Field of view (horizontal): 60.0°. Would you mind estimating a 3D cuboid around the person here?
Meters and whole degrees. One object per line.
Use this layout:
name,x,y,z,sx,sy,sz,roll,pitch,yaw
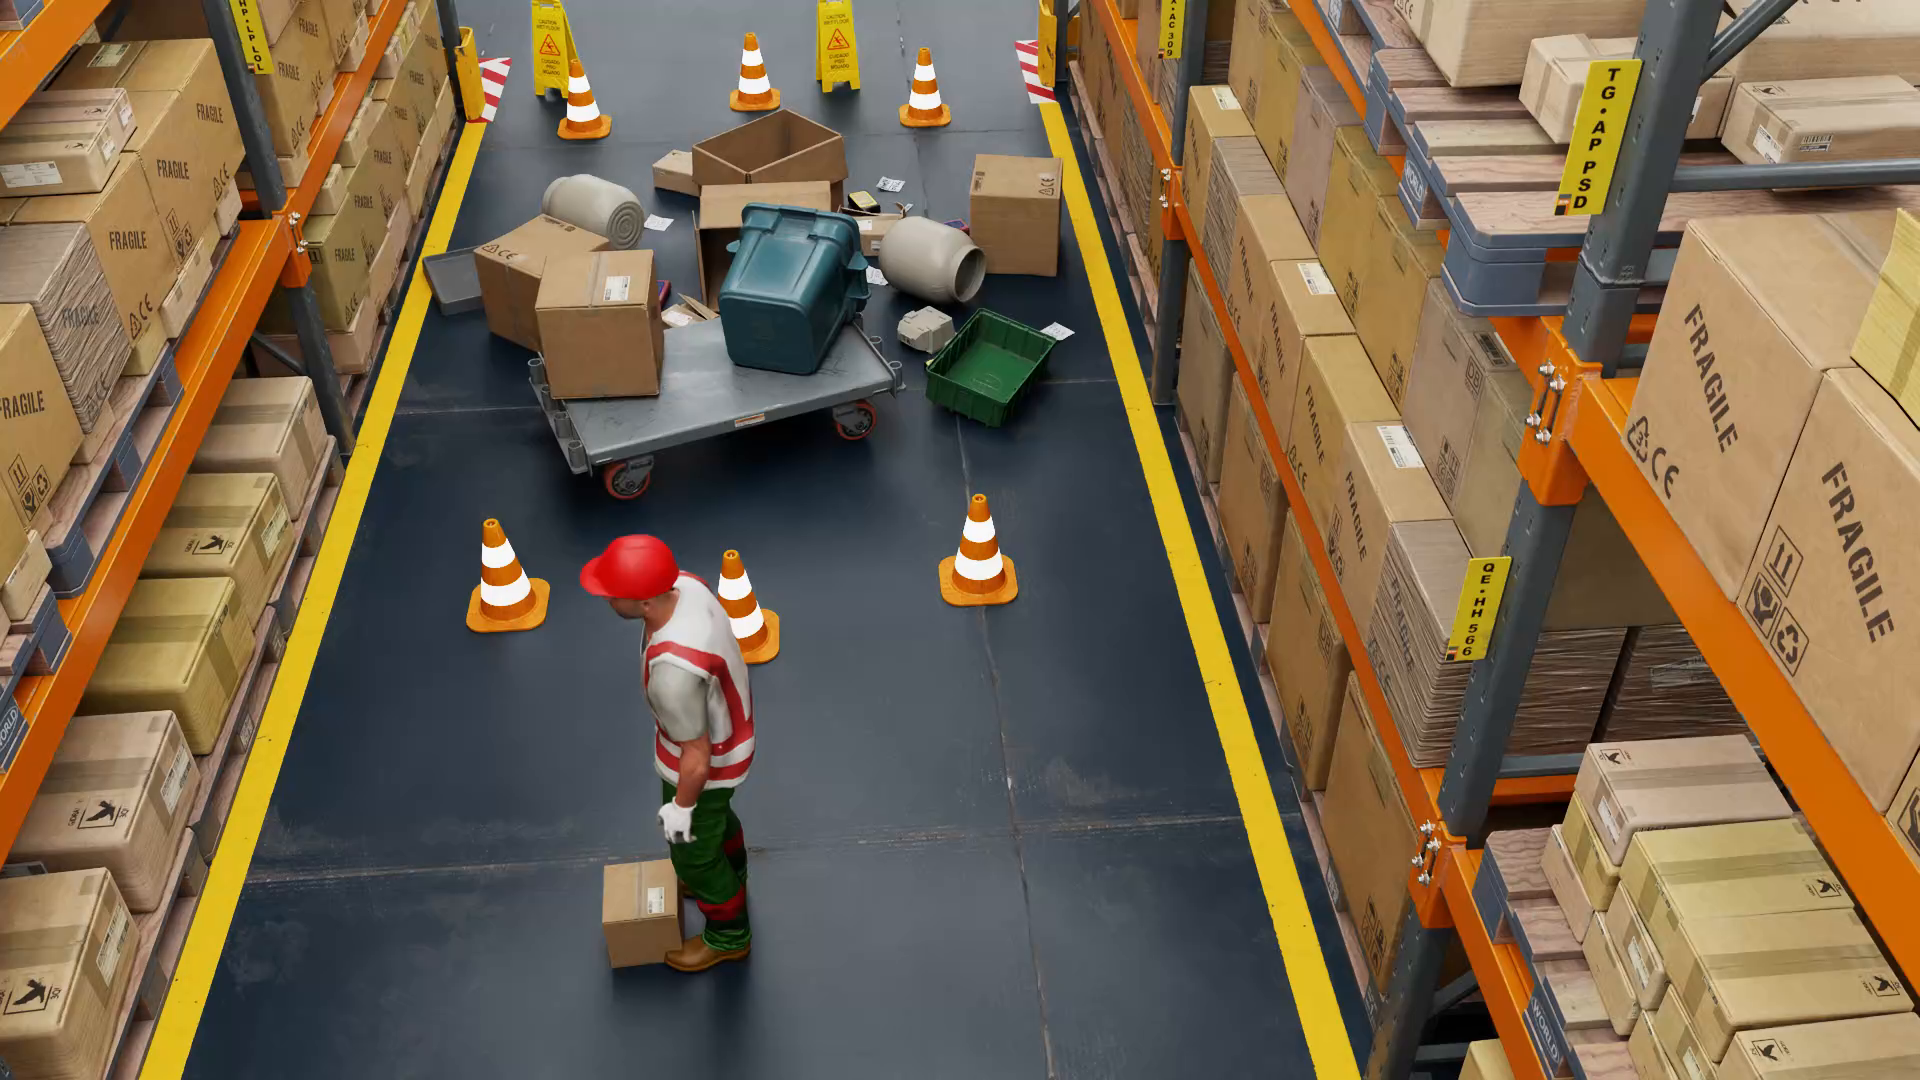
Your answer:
person,-0.871,0.676,5.300,0.454,1.779,0.609,-3,39,-4
